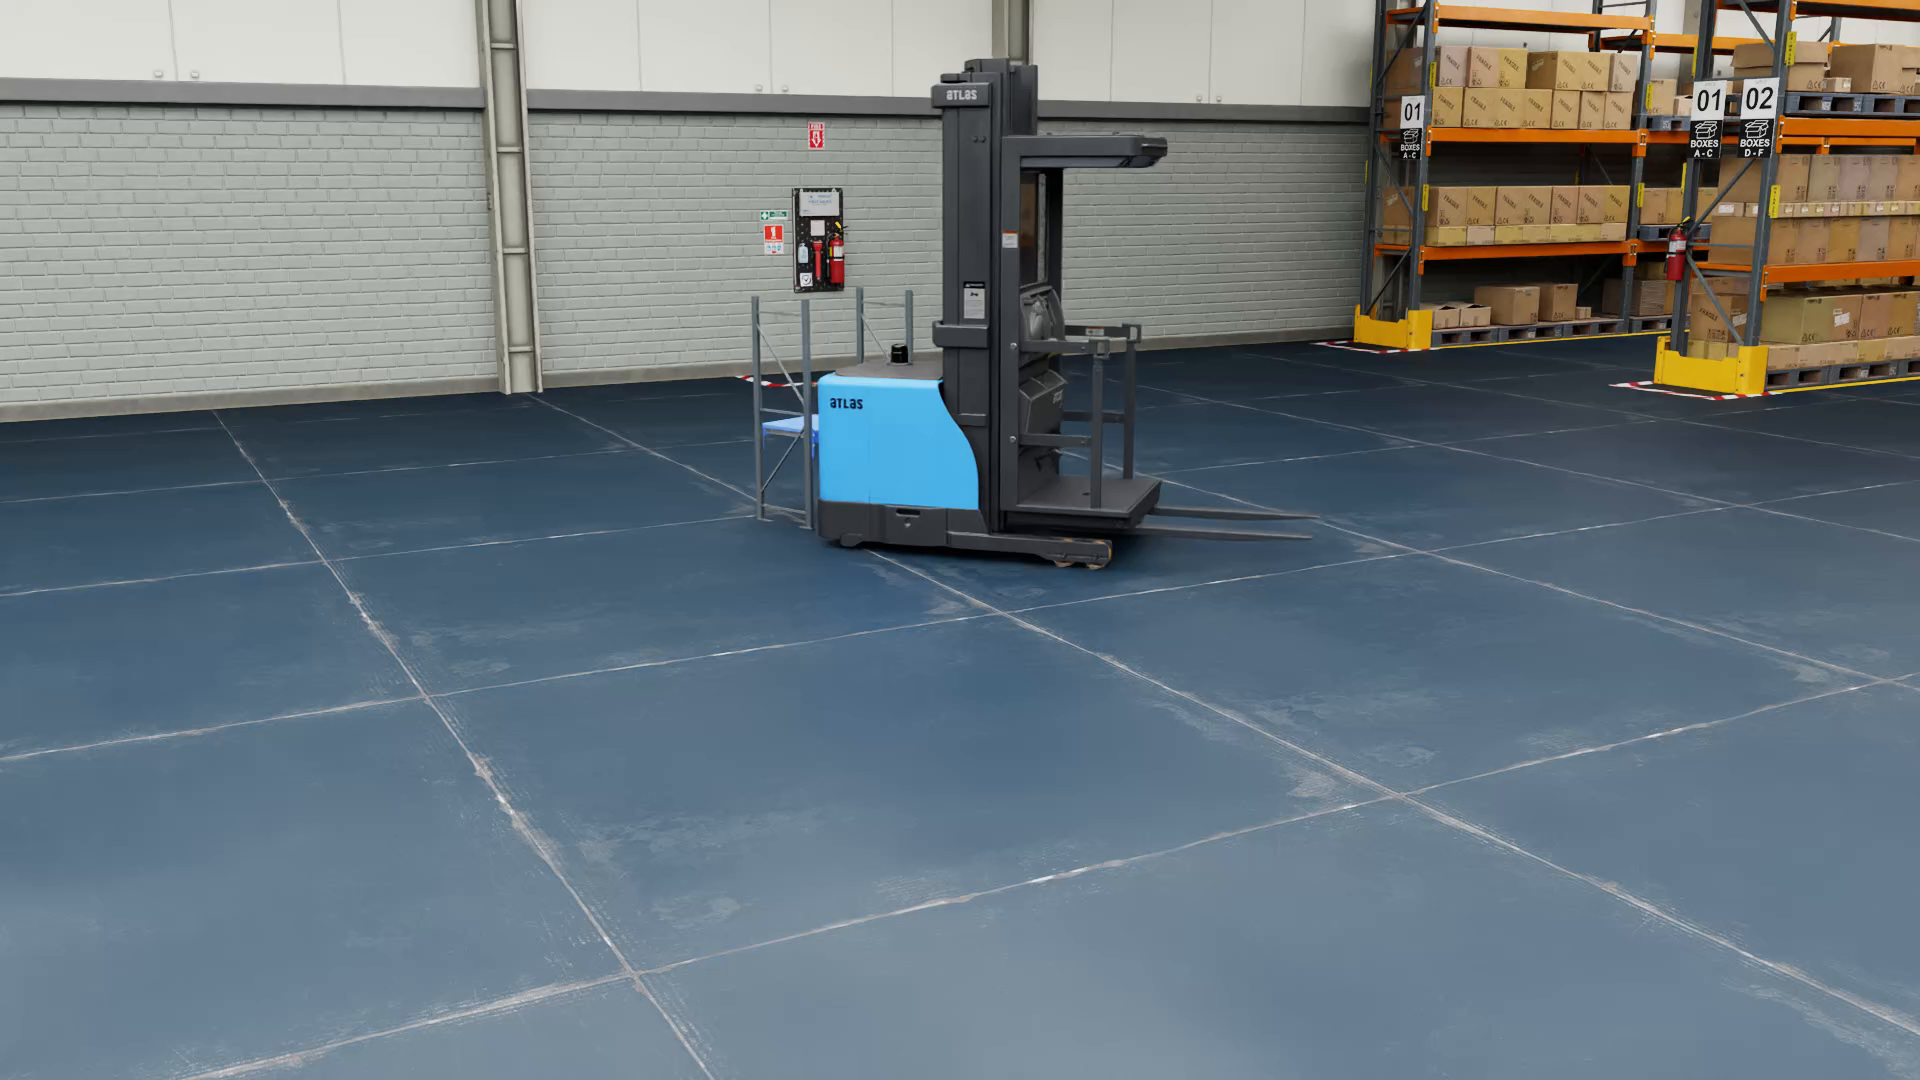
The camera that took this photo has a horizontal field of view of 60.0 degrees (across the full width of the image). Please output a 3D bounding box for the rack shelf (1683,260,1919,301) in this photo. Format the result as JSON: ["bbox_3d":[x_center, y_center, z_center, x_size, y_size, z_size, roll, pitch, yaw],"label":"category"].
[{"bbox_3d":[9.817,-2.964,18.587,4.000,0.370,1.077,-7,14,-28],"label":"rack shelf"}]

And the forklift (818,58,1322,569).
[{"bbox_3d":[0.688,-1.388,10.103,3.031,2.935,1.130,4,13,16],"label":"forklift"}]

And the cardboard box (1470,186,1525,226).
[{"bbox_3d":[7.143,-4.457,22.169,0.500,0.500,0.500,-7,15,-30],"label":"cardboard box"}]

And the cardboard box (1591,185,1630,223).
[{"bbox_3d":[8.929,-4.673,23.129,0.500,0.500,0.500,-7,14,-28],"label":"cardboard box"}]

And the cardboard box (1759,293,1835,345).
[{"bbox_3d":[9.077,-2.400,18.042,0.500,0.500,0.500,-7,14,-28],"label":"cardboard box"}]

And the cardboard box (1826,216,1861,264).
[{"bbox_3d":[9.375,-3.307,18.246,0.500,0.500,0.700,-7,14,-27],"label":"cardboard box"}]

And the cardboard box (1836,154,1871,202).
[{"bbox_3d":[9.425,-3.948,18.138,0.500,0.500,0.700,-7,14,-28],"label":"cardboard box"}]

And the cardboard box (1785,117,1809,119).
[{"bbox_3d":[12.204,-6.202,24.663,0.500,0.311,0.500,-7,14,-28],"label":"cardboard box"}]

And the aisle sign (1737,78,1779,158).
[{"bbox_3d":[8.151,-4.307,16.994,0.004,0.787,0.394,-7,14,-28],"label":"aisle sign"}]

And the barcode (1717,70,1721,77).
[{"bbox_3d":[8.096,-4.976,17.734,0.075,0.075,0.001,-7,14,-28],"label":"barcode"}]

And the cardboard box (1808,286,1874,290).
[{"bbox_3d":[10.138,-2.661,19.200,0.500,0.500,0.500,-7,14,-28],"label":"cardboard box"}]

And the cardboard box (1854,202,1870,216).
[{"bbox_3d":[9.639,-3.606,18.093,0.250,0.149,0.380,-7,14,-29],"label":"cardboard box"}]

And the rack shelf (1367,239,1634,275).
[{"bbox_3d":[7.441,-3.918,22.827,4.000,0.370,1.077,-7,14,-28],"label":"rack shelf"}]

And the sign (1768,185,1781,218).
[{"bbox_3d":[8.323,-3.458,16.991,0.005,0.325,0.100,-7,14,-28],"label":"sign"}]

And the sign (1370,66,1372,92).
[{"bbox_3d":[5.437,-6.063,21.871,0.005,0.325,0.100,-7,14,-28],"label":"sign"}]

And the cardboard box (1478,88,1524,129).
[{"bbox_3d":[7.041,-5.673,21.879,0.500,0.500,0.500,-6,14,-25],"label":"cardboard box"}]

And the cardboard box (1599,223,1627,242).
[{"bbox_3d":[8.926,-4.308,23.216,0.500,0.250,0.500,-7,14,-28],"label":"cardboard box"}]

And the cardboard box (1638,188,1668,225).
[{"bbox_3d":[9.659,-4.790,23.832,0.500,0.500,0.700,-7,14,-28],"label":"cardboard box"}]

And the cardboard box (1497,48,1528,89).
[{"bbox_3d":[7.049,-6.162,21.773,0.500,0.500,0.500,-6,14,-26],"label":"cardboard box"}]

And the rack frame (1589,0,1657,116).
[{"bbox_3d":[9.196,-7.407,23.024,0.127,3.000,1.000,-7,14,-28],"label":"rack frame"}]

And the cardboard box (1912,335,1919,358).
[{"bbox_3d":[10.827,-2.247,19.069,0.500,0.250,0.500,-7,14,-28],"label":"cardboard box"}]

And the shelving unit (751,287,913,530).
[{"bbox_3d":[-0.844,-0.922,11.290,0.538,1.500,1.048,10,16,38],"label":"shelving unit"}]

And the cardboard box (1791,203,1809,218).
[{"bbox_3d":[8.740,-3.498,17.615,0.250,0.149,0.380,-7,15,-29],"label":"cardboard box"}]

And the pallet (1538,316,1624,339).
[{"bbox_3d":[8.624,-3.042,23.645,1.213,0.211,1.003,-7,14,-28],"label":"pallet"}]

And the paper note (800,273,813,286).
[{"bbox_3d":[-1.757,-2.980,19.027,0.142,0.148,0.016,-7,14,-28],"label":"paper note"}]

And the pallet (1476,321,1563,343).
[{"bbox_3d":[7.551,-2.913,23.071,1.213,0.211,1.003,-7,14,-28],"label":"pallet"}]

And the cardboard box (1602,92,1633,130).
[{"bbox_3d":[8.869,-5.901,22.891,0.500,0.500,0.500,-6,14,-26],"label":"cardboard box"}]

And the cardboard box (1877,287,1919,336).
[{"bbox_3d":[10.826,-2.614,18.988,0.500,0.500,0.500,-7,14,-28],"label":"cardboard box"}]

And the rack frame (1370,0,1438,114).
[{"bbox_3d":[5.685,-6.986,21.154,0.127,3.000,1.000,-7,14,-28],"label":"rack frame"}]

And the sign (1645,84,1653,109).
[{"bbox_3d":[9.463,-6.092,22.836,0.005,0.325,0.100,-7,14,-28],"label":"sign"}]

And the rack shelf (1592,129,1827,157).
[{"bbox_3d":[10.952,-5.803,24.367,4.000,0.370,1.077,-7,14,-28],"label":"rack shelf"}]

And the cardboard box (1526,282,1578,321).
[{"bbox_3d":[8.304,-3.358,23.390,0.500,0.500,0.500,-8,15,-32],"label":"cardboard box"}]

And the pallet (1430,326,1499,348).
[{"bbox_3d":[6.482,-2.785,22.504,1.213,0.211,1.003,-7,14,-28],"label":"pallet"}]

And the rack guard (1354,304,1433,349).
[{"bbox_3d":[5.752,-2.847,22.123,0.348,0.500,1.175,-7,14,-28],"label":"rack guard"}]

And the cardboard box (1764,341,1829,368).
[{"bbox_3d":[9.076,-2.035,18.126,0.500,0.250,0.500,-7,14,-28],"label":"cardboard box"}]

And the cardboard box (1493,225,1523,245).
[{"bbox_3d":[7.165,-4.096,22.272,0.500,0.250,0.500,-7,15,-29],"label":"cardboard box"}]

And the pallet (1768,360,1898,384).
[{"bbox_3d":[9.783,-1.960,18.839,1.213,0.211,1.003,-7,14,-28],"label":"pallet"}]

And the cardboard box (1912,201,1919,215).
[{"bbox_3d":[10.543,-3.714,18.576,0.250,0.149,0.380,-7,14,-28],"label":"cardboard box"}]

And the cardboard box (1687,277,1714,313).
[{"bbox_3d":[10.731,-3.665,24.756,0.500,0.500,0.700,-7,14,-27],"label":"cardboard box"}]

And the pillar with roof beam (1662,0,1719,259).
[{"bbox_3d":[13.214,-7.028,21.341,0.400,9.000,9.100,-7,14,-28],"label":"pillar with roof beam"}]

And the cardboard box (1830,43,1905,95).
[{"bbox_3d":[9.651,-5.012,17.713,0.500,0.500,0.500,-7,14,-28],"label":"cardboard box"}]

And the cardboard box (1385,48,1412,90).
[{"bbox_3d":[5.938,-6.164,21.786,0.500,0.500,0.500,-6,14,-25],"label":"cardboard box"}]

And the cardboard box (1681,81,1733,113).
[{"bbox_3d":[10.797,-6.369,24.060,0.500,0.500,0.500,-7,15,-30],"label":"cardboard box"}]

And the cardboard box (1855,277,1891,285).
[{"bbox_3d":[14.187,-4.200,26.378,0.750,0.750,0.750,-7,14,-28],"label":"cardboard box"}]

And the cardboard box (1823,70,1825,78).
[{"bbox_3d":[8.946,-4.940,17.963,0.500,0.250,0.500,-7,14,-28],"label":"cardboard box"}]

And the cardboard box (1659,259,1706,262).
[{"bbox_3d":[10.674,-4.024,24.640,0.500,0.250,0.500,-7,15,-29],"label":"cardboard box"}]
